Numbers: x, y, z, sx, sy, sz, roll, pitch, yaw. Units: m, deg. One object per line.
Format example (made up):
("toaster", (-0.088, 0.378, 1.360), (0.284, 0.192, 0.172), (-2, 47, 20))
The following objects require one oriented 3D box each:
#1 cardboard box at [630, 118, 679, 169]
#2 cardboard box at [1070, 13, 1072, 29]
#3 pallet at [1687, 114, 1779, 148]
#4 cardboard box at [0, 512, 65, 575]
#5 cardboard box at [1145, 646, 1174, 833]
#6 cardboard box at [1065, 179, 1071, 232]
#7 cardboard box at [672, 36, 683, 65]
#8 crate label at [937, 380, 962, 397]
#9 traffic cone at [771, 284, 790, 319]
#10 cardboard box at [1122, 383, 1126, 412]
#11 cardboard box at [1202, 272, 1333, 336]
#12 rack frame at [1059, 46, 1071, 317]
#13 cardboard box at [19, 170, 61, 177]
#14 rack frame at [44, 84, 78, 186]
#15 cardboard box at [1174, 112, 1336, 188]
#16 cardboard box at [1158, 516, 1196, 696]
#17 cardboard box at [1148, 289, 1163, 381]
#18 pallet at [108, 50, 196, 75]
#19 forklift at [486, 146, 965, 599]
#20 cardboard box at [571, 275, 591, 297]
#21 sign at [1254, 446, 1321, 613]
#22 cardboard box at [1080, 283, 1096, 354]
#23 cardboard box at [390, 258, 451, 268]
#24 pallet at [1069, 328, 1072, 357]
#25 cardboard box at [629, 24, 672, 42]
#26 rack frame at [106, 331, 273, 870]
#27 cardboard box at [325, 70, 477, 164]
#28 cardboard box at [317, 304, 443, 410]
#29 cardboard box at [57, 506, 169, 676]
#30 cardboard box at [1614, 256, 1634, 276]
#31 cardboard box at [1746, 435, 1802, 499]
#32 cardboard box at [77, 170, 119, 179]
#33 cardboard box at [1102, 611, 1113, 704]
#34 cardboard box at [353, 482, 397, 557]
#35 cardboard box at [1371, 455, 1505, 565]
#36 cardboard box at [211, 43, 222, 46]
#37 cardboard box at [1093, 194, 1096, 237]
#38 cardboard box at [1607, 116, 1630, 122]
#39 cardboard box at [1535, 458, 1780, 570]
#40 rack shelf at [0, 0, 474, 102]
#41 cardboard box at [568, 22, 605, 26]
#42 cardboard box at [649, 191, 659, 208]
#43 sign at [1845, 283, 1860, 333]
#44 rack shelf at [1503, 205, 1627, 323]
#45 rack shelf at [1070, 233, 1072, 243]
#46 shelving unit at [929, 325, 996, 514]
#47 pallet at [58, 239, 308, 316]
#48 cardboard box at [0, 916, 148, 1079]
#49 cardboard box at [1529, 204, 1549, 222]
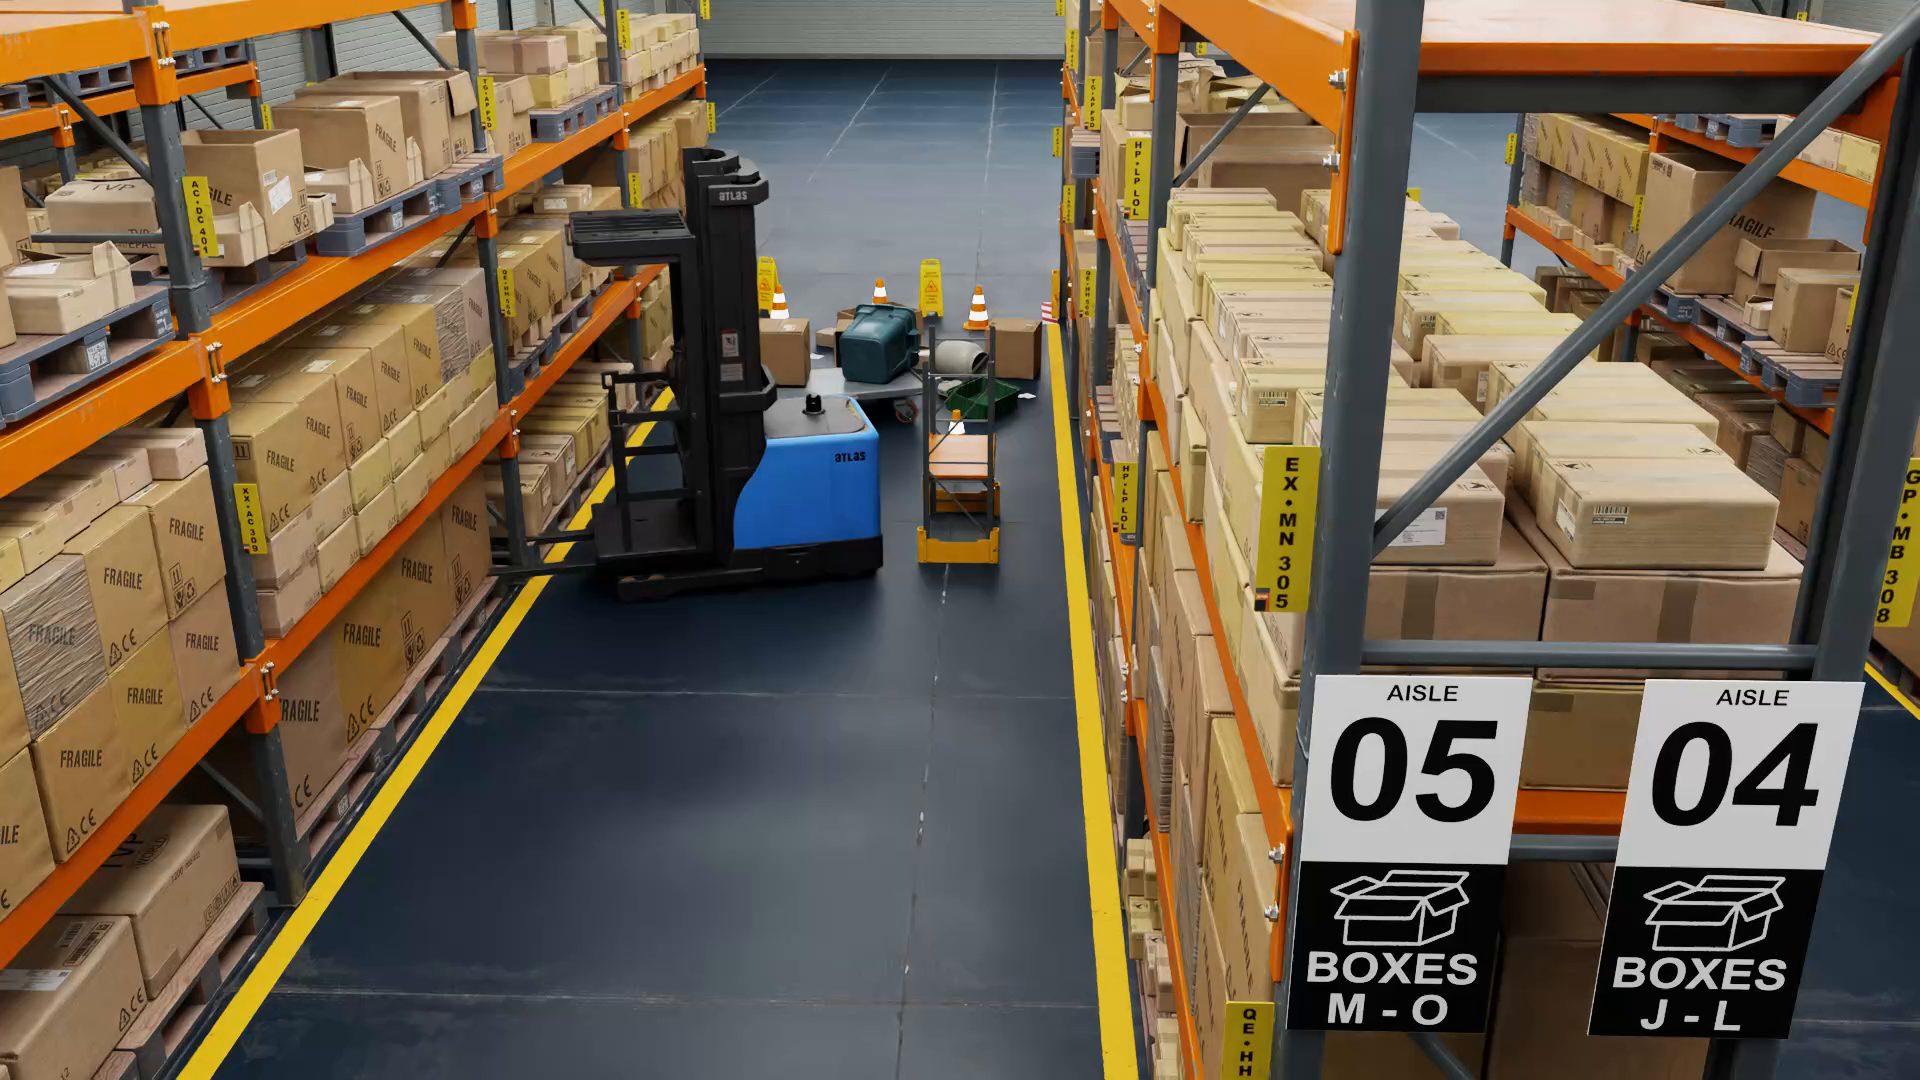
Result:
("cardboard box", (-3.197, -3.913, 16.535), (0.700, 0.500, 0.500), (1, 21, 1))
("cardboard box", (1.325, -4.968, 16.117), (0.500, 0.250, 0.500), (1, 21, 1))
("pallet", (6.320, -3.154, 12.624), (1.213, 0.211, 1.003), (1, 21, 2))
("cardboard box", (-0.947, -0.345, 6.022), (5.399, 0.750, 0.774), (0, 21, 1))
("cardboard box", (0.950, 0.713, 5.996), (0.500, 0.500, 0.500), (0, 21, 0))
("cardboard box", (1.537, -3.513, 17.228), (0.875, 0.550, 0.550), (1, 21, 2))
("cardboard box", (-3.084, -4.905, 16.674), (0.500, 0.250, 0.500), (1, 21, 3))
("crate label", (-0.062, -1.456, 16.093), (0.298, 0.136, 0.250), (-16, 26, -35))
("traffic cone", (-2.034, -2.643, 18.702), (0.336, 0.463, 0.334), (1, 21, 2))
("cardboard box", (1.164, -0.844, 9.913), (0.380, 0.149, 0.250), (1, 21, 2))
("cardboard box", (0.942, -0.714, 5.042), (0.380, 0.149, 0.250), (0, 21, 0))
("rack frame", (1.641, -3.978, 18.634), (1.000, 3.000, 0.127), (1, 21, 2))
("cardboard box", (-8.642, -3.395, 15.687), (0.380, 0.149, 0.250), (0, 21, 1))
("rack frame", (-8.393, -2.603, 15.090), (1.000, 3.000, 0.127), (1, 21, 2))
("cardboard box", (1.454, -1.838, 8.250), (0.797, 0.503, 0.637), (0, 21, 1))
("cardboard box", (0.972, 0.240, 5.833), (0.500, 0.500, 0.500), (1, 21, 3))
("cardboard box", (0.998, -0.803, 6.512), (0.500, 0.250, 0.500), (2, 21, 4))
("pallet", (-8.353, -4.709, 16.493), (1.003, 0.211, 1.213), (1, 21, 2))
("forklift", (-1.670, -1.473, 12.273), (4.336, 2.935, 2.622), (-5, 22, -13))
("cardboard box", (-3.217, -2.070, 13.485), (0.380, 0.149, 0.250), (1, 21, 2))
("sign", (0.600, -0.017, 3.056), (0.100, 0.325, 0.005), (1, 21, 2))
("cardboard box", (1.175, -1.659, 12.519), (0.500, 0.500, 0.500), (0, 21, 1))
("cardboard box", (-3.817, -1.652, 11.509), (0.500, 0.500, 0.500), (0, 21, 0))
("pallet", (1.655, -1.948, 17.257), (1.003, 0.211, 1.213), (1, 21, 2))
("cardboard box", (-3.038, -4.968, 16.285), (0.380, 0.149, 0.250), (1, 21, 3))
("rack frame", (-3.678, 0.343, 7.498), (0.949, 2.616, 0.053), (1, 21, 2))
("cardboard box", (-3.414, -2.608, 10.232), (0.797, 0.503, 0.637), (-1, 21, -2))
("cardboard box", (-3.337, -1.061, 9.596), (0.500, 0.500, 0.500), (1, 21, 2))
("cardboard box", (-3.437, 0.187, 6.379), (0.507, 0.500, 0.507), (1, 21, 2))
("cardboard box", (6.204, -2.495, 15.159), (0.380, 0.149, 0.250), (1, 21, 2))
("cardboard box", (6.357, -0.477, 12.459), (0.700, 0.500, 0.500), (-1, 21, -3))
("cardboard box", (-8.170, -3.390, 15.673), (0.380, 0.149, 0.250), (0, 21, 1))
("cardboard box", (1.082, 0.689, 9.481), (0.500, 0.500, 0.500), (0, 21, 0))
("cardboard box", (-3.352, -0.115, 8.887), (0.500, 0.250, 0.500), (0, 21, 1))
("cardboard box", (0.871, -0.064, 3.364), (0.380, 0.149, 0.250), (0, 21, 1))
("cardboard box", (-7.993, -5.270, 17.445), (0.380, 0.149, 0.250), (0, 21, 0))
("cardboard box", (1.510, -2.865, 14.245), (0.700, 0.500, 0.500), (0, 21, 1))
("cardboard box", (6.799, -3.975, 16.695), (0.500, 0.500, 0.500), (1, 21, 2))
("cardboard box", (1.392, -0.055, 3.342), (0.380, 0.149, 0.250), (0, 21, 1))
("rack shelf", (-3.614, -2.655, 8.479), (1.077, 0.370, 4.000), (1, 21, 2))
("cardboard box", (-3.669, -5.067, 16.540), (0.380, 0.149, 0.250), (1, 21, 3))
("cardboard box", (-3.148, -3.072, 15.751), (0.500, 0.500, 0.500), (1, 21, 1))
("sign", (5.809, -1.500, 10.756), (0.100, 0.325, 0.005), (1, 21, 2))
("rack shelf", (6.535, -2.828, 16.666), (1.077, 0.370, 4.000), (1, 21, 2))
("rack shelf", (1.580, -3.044, 16.852), (0.919, 0.052, 3.809), (1, 21, 2))
("shelving unit", (0.004, -0.742, 12.367), (0.500, 1.500, 0.985), (1, 21, 2))
("pallet", (-3.696, -1.298, 7.846), (0.805, 0.209, 1.217), (0, 21, -1))
("cardboard box", (-3.828, 1.891, 6.469), (0.875, 0.438, 0.875), (0, 21, 0))
("cardboard box", (6.299, -3.489, 17.721), (0.380, 0.149, 0.250), (1, 21, 2))
